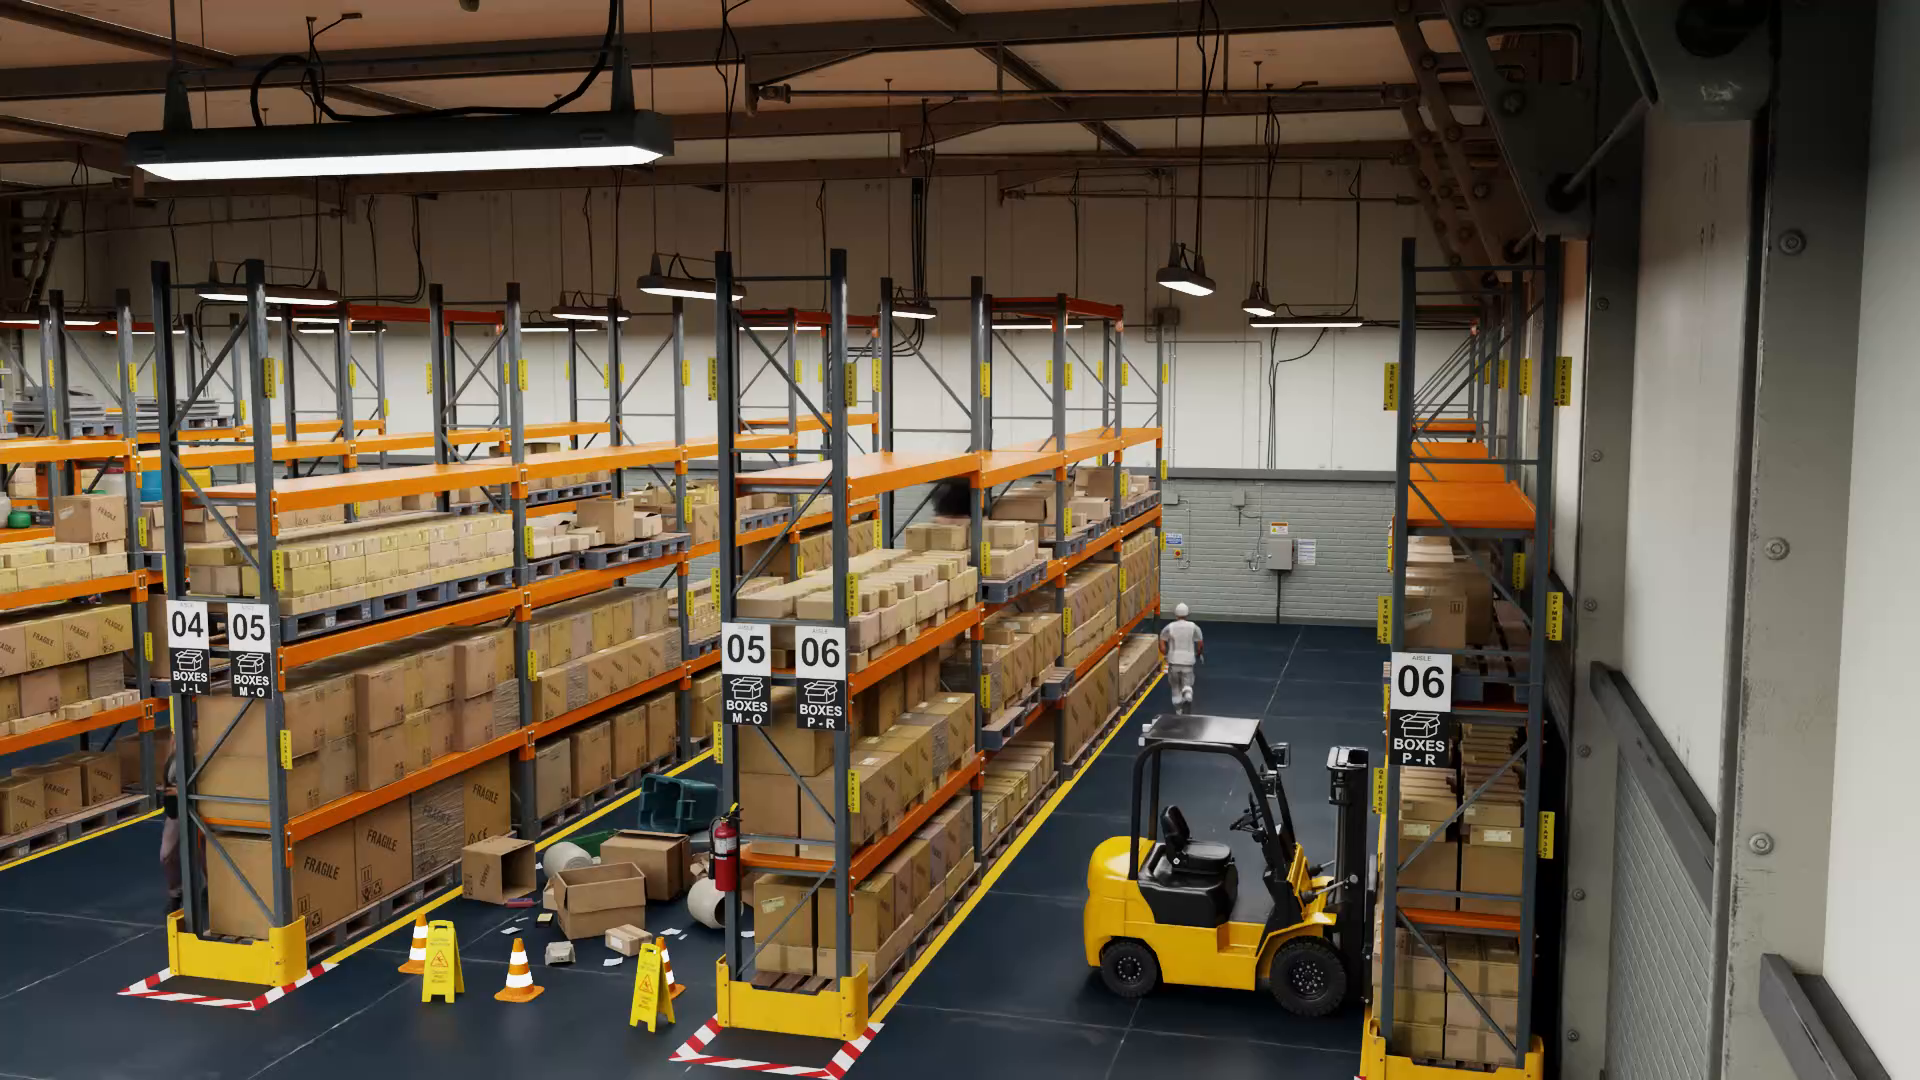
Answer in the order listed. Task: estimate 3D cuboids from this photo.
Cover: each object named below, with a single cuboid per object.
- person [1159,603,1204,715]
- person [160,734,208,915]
[{"bbox_3d":[3.181,1.782,23.934,0.645,1.736,0.636,1,6,8],"label":"person"},{"bbox_3d":[-7.302,2.702,15.774,0.625,1.713,0.763,2,6,15],"label":"person"}]
